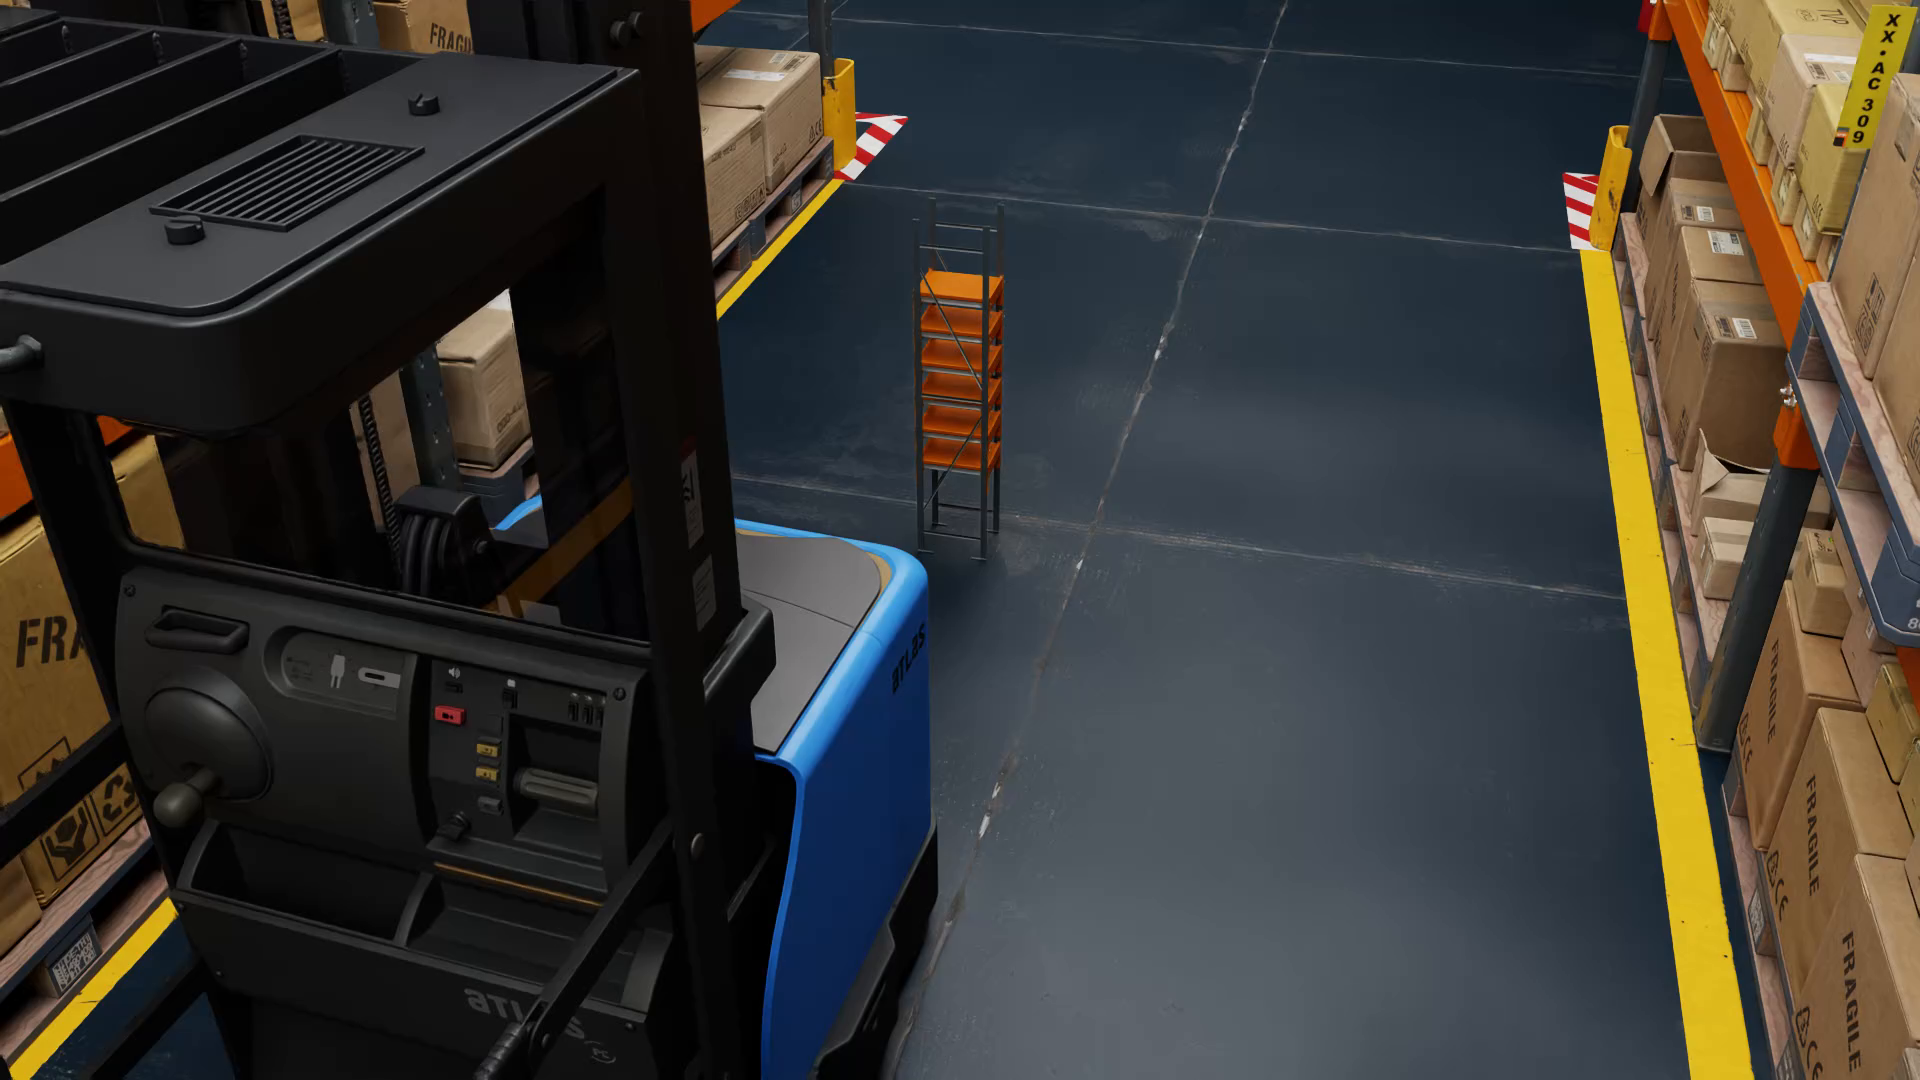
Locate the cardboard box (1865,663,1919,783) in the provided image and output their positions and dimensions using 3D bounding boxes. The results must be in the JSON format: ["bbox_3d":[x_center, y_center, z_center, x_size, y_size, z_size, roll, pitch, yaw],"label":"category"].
[{"bbox_3d":[2.227,0.420,3.627,0.380,0.149,0.250,6,33,10],"label":"cardboard box"}]

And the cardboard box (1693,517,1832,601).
[{"bbox_3d":[2.483,0.074,5.103,0.380,0.149,0.250,7,33,11],"label":"cardboard box"}]

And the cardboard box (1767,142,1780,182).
[{"bbox_3d":[2.642,-1.125,4.958,0.380,0.149,0.250,9,34,14],"label":"cardboard box"}]

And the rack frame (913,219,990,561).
[{"bbox_3d":[-0.027,-0.451,5.342,0.240,1.200,0.006,8,33,12],"label":"rack frame"}]

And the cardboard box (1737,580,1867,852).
[{"bbox_3d":[2.285,0.475,4.145,0.500,0.500,0.500,9,34,14],"label":"cardboard box"}]

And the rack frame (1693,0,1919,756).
[{"bbox_3d":[2.625,-0.623,3.933,1.000,3.000,0.127,8,33,12],"label":"rack frame"}]

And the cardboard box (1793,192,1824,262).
[{"bbox_3d":[2.507,-0.855,4.532,0.380,0.149,0.250,9,34,14],"label":"cardboard box"}]

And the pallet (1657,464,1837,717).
[{"bbox_3d":[2.800,0.198,5.242,1.003,0.211,1.213,8,33,12],"label":"pallet"}]

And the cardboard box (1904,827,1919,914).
[{"bbox_3d":[2.071,0.689,3.204,0.380,0.149,0.250,8,33,12],"label":"cardboard box"}]

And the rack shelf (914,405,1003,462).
[{"bbox_3d":[-0.004,-0.360,5.505,0.258,0.103,0.180,8,33,12],"label":"rack shelf"}]

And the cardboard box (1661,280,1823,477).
[{"bbox_3d":[2.875,-0.539,5.741,0.700,0.500,0.500,7,33,11],"label":"cardboard box"}]

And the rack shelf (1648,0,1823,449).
[{"bbox_3d":[3.133,-1.357,5.759,1.077,0.370,4.000,8,33,12],"label":"rack shelf"}]

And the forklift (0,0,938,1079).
[{"bbox_3d":[-0.994,0.365,2.444,1.130,2.935,3.031,10,34,15],"label":"forklift"}]

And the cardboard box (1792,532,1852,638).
[{"bbox_3d":[2.277,0.131,4.082,0.380,0.149,0.250,10,34,15],"label":"cardboard box"}]

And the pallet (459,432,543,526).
[{"bbox_3d":[-1.908,-0.504,6.345,1.003,0.211,1.213,8,33,12],"label":"pallet"}]

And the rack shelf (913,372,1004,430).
[{"bbox_3d":[-0.004,-0.461,5.440,0.258,0.103,0.180,8,33,12],"label":"rack shelf"}]

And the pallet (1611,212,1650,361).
[{"bbox_3d":[3.420,-1.068,7.234,1.003,0.211,1.213,8,33,12],"label":"pallet"}]

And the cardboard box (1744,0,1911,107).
[{"bbox_3d":[2.771,-1.501,5.178,0.500,0.250,0.500,8,33,12],"label":"cardboard box"}]

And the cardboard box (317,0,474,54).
[{"bbox_3d":[-1.805,-1.547,5.294,0.500,0.500,0.500,9,34,14],"label":"cardboard box"}]

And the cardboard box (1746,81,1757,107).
[{"bbox_3d":[2.871,-1.515,5.571,0.380,0.149,0.250,8,33,12],"label":"cardboard box"}]

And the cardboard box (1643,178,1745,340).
[{"bbox_3d":[3.139,-1.078,6.588,0.700,0.500,0.500,9,34,14],"label":"cardboard box"}]

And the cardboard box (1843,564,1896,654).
[{"bbox_3d":[2.257,0.147,3.779,0.380,0.149,0.250,6,33,10],"label":"cardboard box"}]

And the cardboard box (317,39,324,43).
[{"bbox_3d":[-2.054,-1.182,4.488,0.500,0.250,0.500,8,33,12],"label":"cardboard box"}]

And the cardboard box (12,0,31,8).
[{"bbox_3d":[-2.172,-1.225,3.856,0.500,0.500,0.500,9,33,13],"label":"cardboard box"}]

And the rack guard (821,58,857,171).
[{"bbox_3d":[-1.156,-2.330,8.949,1.175,0.500,0.348,8,33,12],"label":"rack guard"}]

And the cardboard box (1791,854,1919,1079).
[{"bbox_3d":[2.028,1.011,3.301,0.500,0.500,0.500,7,33,11],"label":"cardboard box"}]

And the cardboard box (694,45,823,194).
[{"bbox_3d":[-1.233,-2.112,8.273,0.875,0.438,0.875,7,33,11],"label":"cardboard box"}]

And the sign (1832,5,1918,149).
[{"bbox_3d":[2.098,-1.058,3.811,0.100,0.325,0.005,8,33,12],"label":"sign"}]

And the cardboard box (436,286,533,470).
[{"bbox_3d":[-1.914,-0.704,6.058,0.875,0.438,0.875,8,33,12],"label":"cardboard box"}]

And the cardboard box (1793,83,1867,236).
[{"bbox_3d":[2.519,-0.982,4.362,0.500,0.250,0.500,9,33,14],"label":"cardboard box"}]

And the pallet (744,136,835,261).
[{"bbox_3d":[-1.289,-1.770,8.337,1.003,0.211,1.213,8,33,12],"label":"pallet"}]

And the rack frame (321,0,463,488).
[{"bbox_3d":[-2.177,-1.296,4.993,1.000,3.000,0.127,8,33,12],"label":"rack frame"}]

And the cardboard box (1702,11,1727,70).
[{"bbox_3d":[2.917,-1.797,6.015,0.380,0.149,0.250,7,33,11],"label":"cardboard box"}]

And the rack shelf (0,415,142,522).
[{"bbox_3d":[-2.684,0.045,3.554,1.077,0.370,4.000,8,33,12],"label":"rack shelf"}]

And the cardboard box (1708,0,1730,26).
[{"bbox_3d":[3.011,-2.037,6.020,0.500,0.250,0.500,7,33,11],"label":"cardboard box"}]

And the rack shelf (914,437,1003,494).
[{"bbox_3d":[-0.004,-0.259,5.569,0.258,0.103,0.180,8,33,12],"label":"rack shelf"}]

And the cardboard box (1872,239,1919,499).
[{"bbox_3d":[2.155,-0.353,3.024,0.700,0.500,0.500,8,33,13],"label":"cardboard box"}]

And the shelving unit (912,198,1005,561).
[{"bbox_3d":[-0.004,-0.499,5.416,0.258,1.200,0.189,8,33,12],"label":"shelving unit"}]

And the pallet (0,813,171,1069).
[{"bbox_3d":[-2.607,0.926,4.097,1.003,0.211,1.213,8,33,12],"label":"pallet"}]

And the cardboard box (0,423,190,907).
[{"bbox_3d":[-2.479,0.225,4.189,0.875,0.875,0.875,9,34,14],"label":"cardboard box"}]
